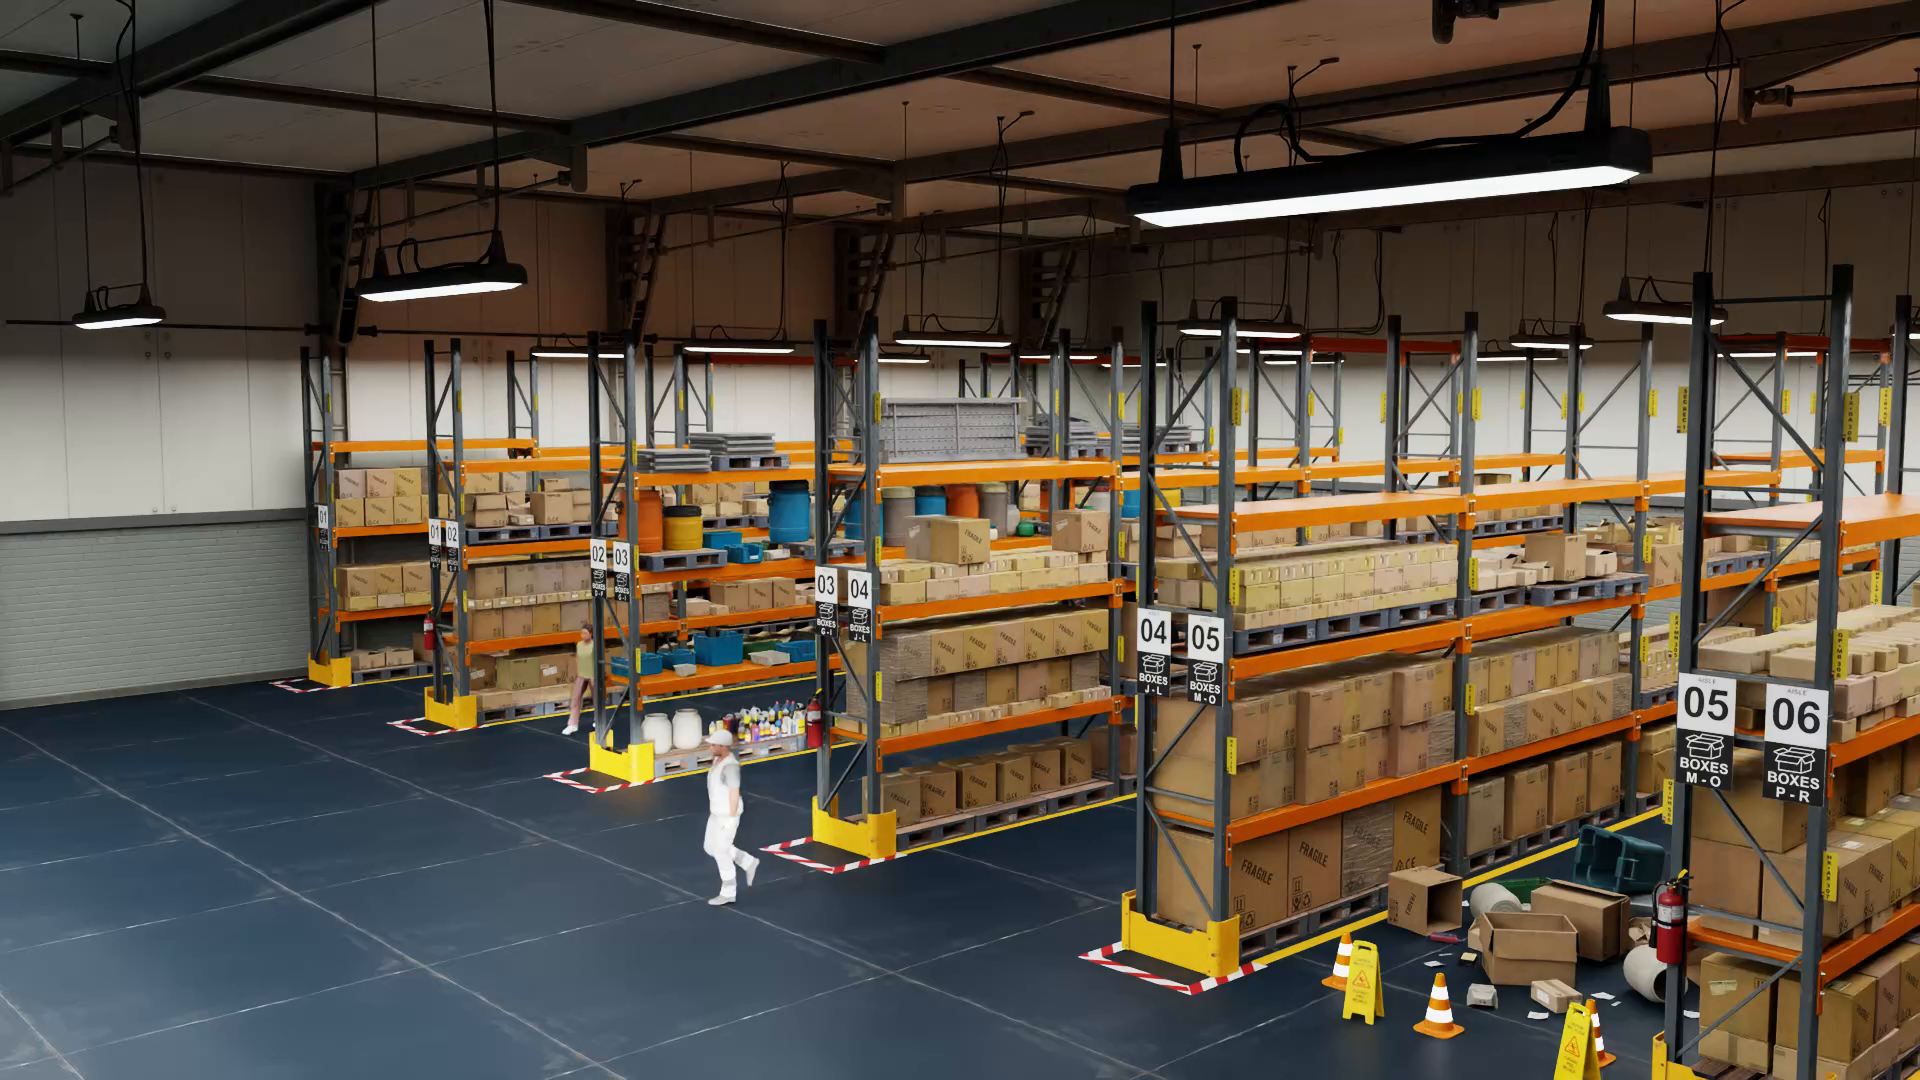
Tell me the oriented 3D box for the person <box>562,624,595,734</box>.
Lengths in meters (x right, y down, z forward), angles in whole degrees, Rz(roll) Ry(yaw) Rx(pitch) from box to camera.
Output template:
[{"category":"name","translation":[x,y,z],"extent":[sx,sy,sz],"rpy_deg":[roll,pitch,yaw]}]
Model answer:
[{"category":"person","translation":[-5.709,2.091,25.414],"extent":[0.491,1.624,0.920],"rpy_deg":[1,5,8]}]

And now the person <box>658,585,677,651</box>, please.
[{"category":"person","translation":[-5.859,1.378,32.890],"extent":[0.499,1.775,0.570],"rpy_deg":[-2,6,-25]}]

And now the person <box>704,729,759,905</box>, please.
[{"category":"person","translation":[-2.309,2.786,16.917],"extent":[0.587,1.777,0.627],"rpy_deg":[-2,5,-22]}]
